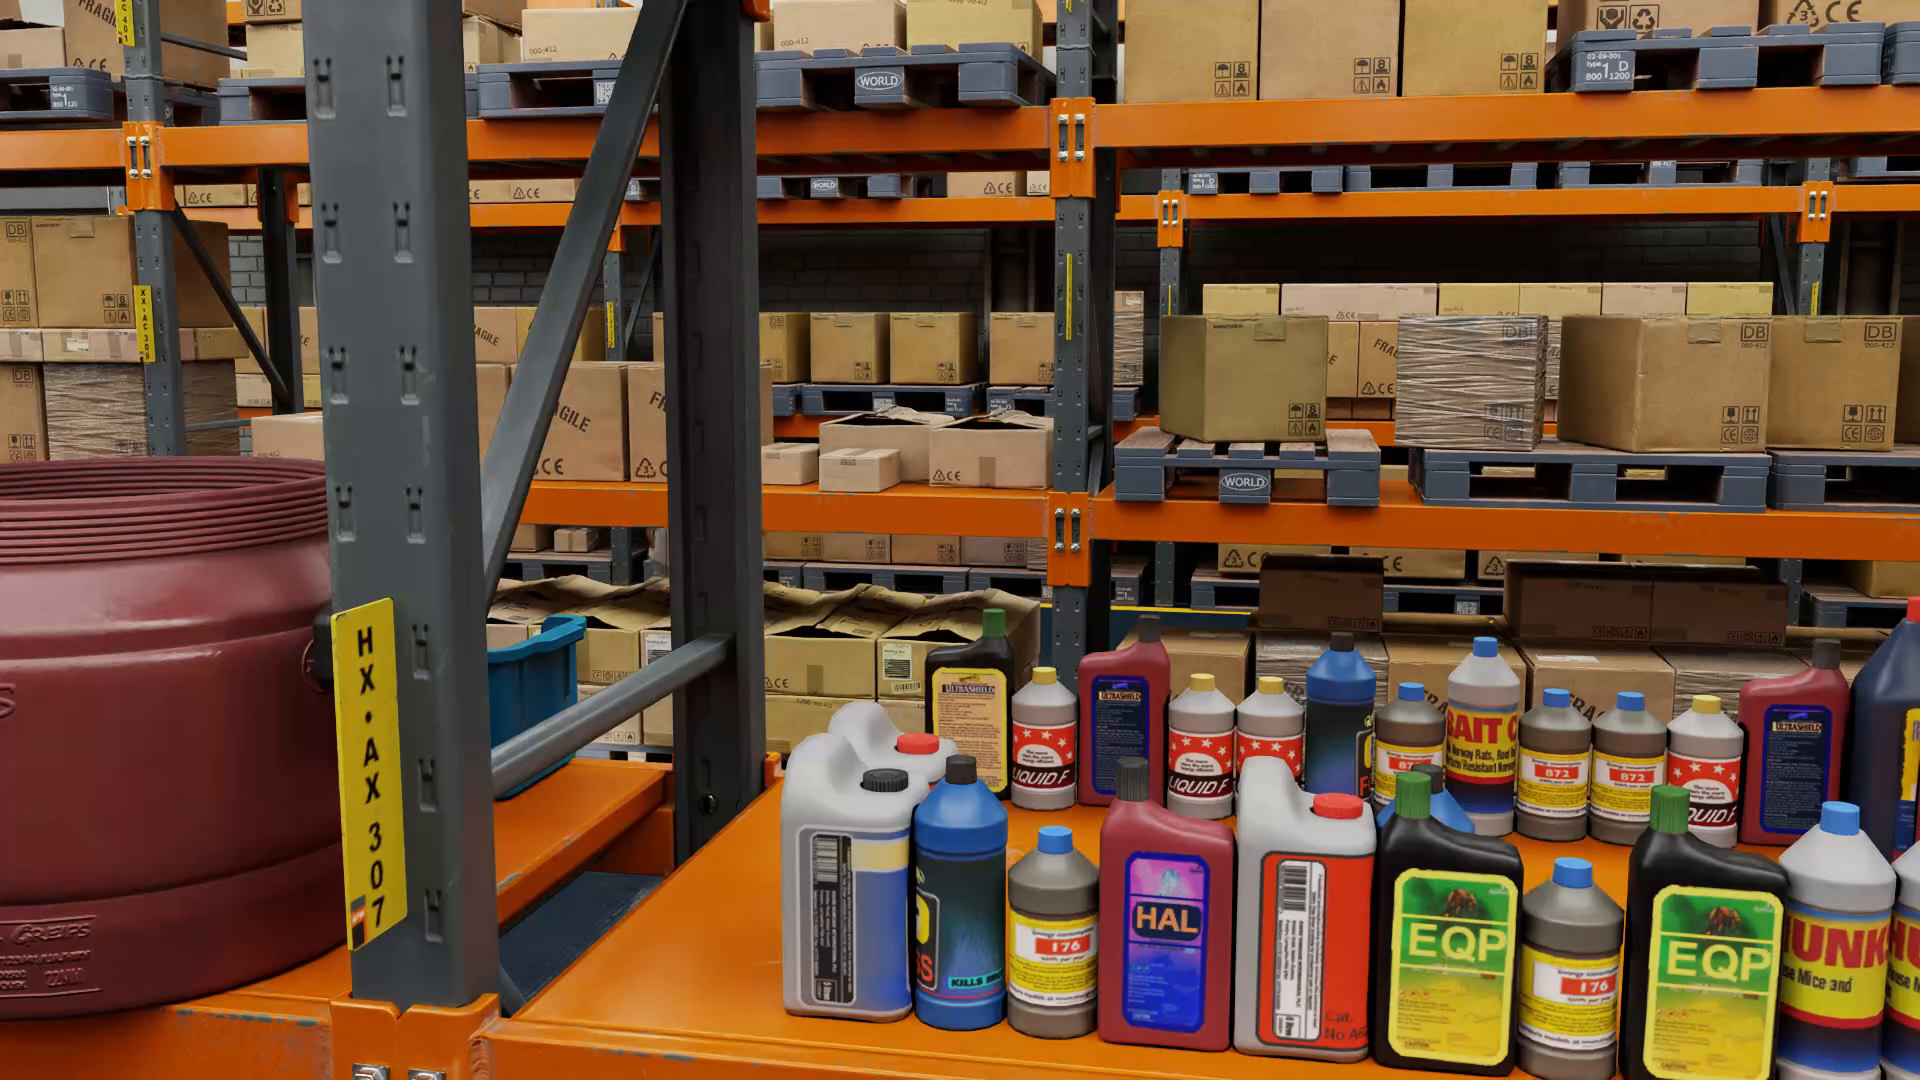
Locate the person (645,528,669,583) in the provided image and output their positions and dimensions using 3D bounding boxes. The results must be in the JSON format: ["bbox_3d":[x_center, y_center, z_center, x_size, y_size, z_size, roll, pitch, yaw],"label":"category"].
[{"bbox_3d":[-1.498,-0.115,9.424,0.733,1.721,0.615,-6,10,-38],"label":"person"}]
